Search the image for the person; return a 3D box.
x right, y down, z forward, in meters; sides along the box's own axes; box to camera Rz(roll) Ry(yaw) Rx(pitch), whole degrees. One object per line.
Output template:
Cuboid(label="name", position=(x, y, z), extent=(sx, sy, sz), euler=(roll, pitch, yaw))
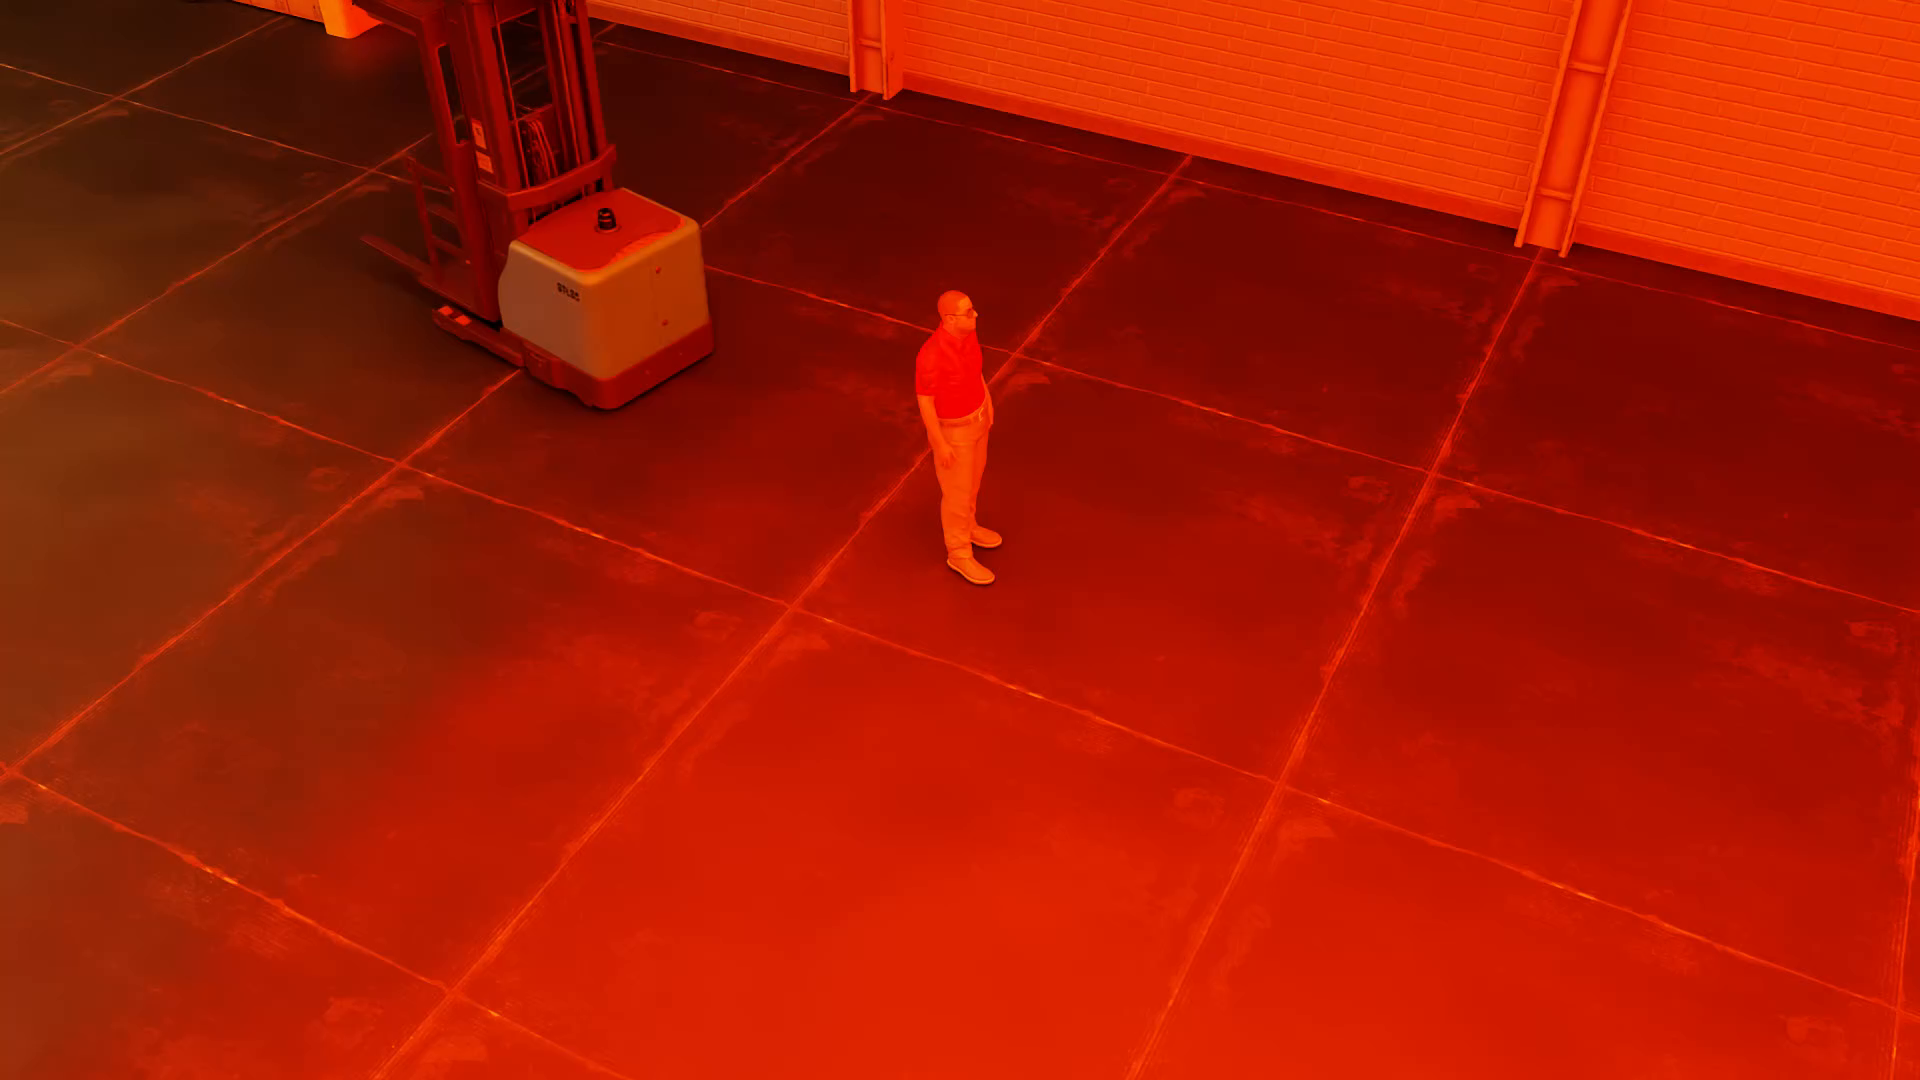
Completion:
Cuboid(label="person", position=(0.074, -0.633, 9.661), extent=(0.551, 1.727, 0.640), euler=(18, 43, 21))

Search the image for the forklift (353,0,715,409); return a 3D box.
Cuboid(label="forklift", position=(-3.189, -2.799, 11.310), extent=(3.031, 2.935, 1.130), euler=(28, 48, 29))
